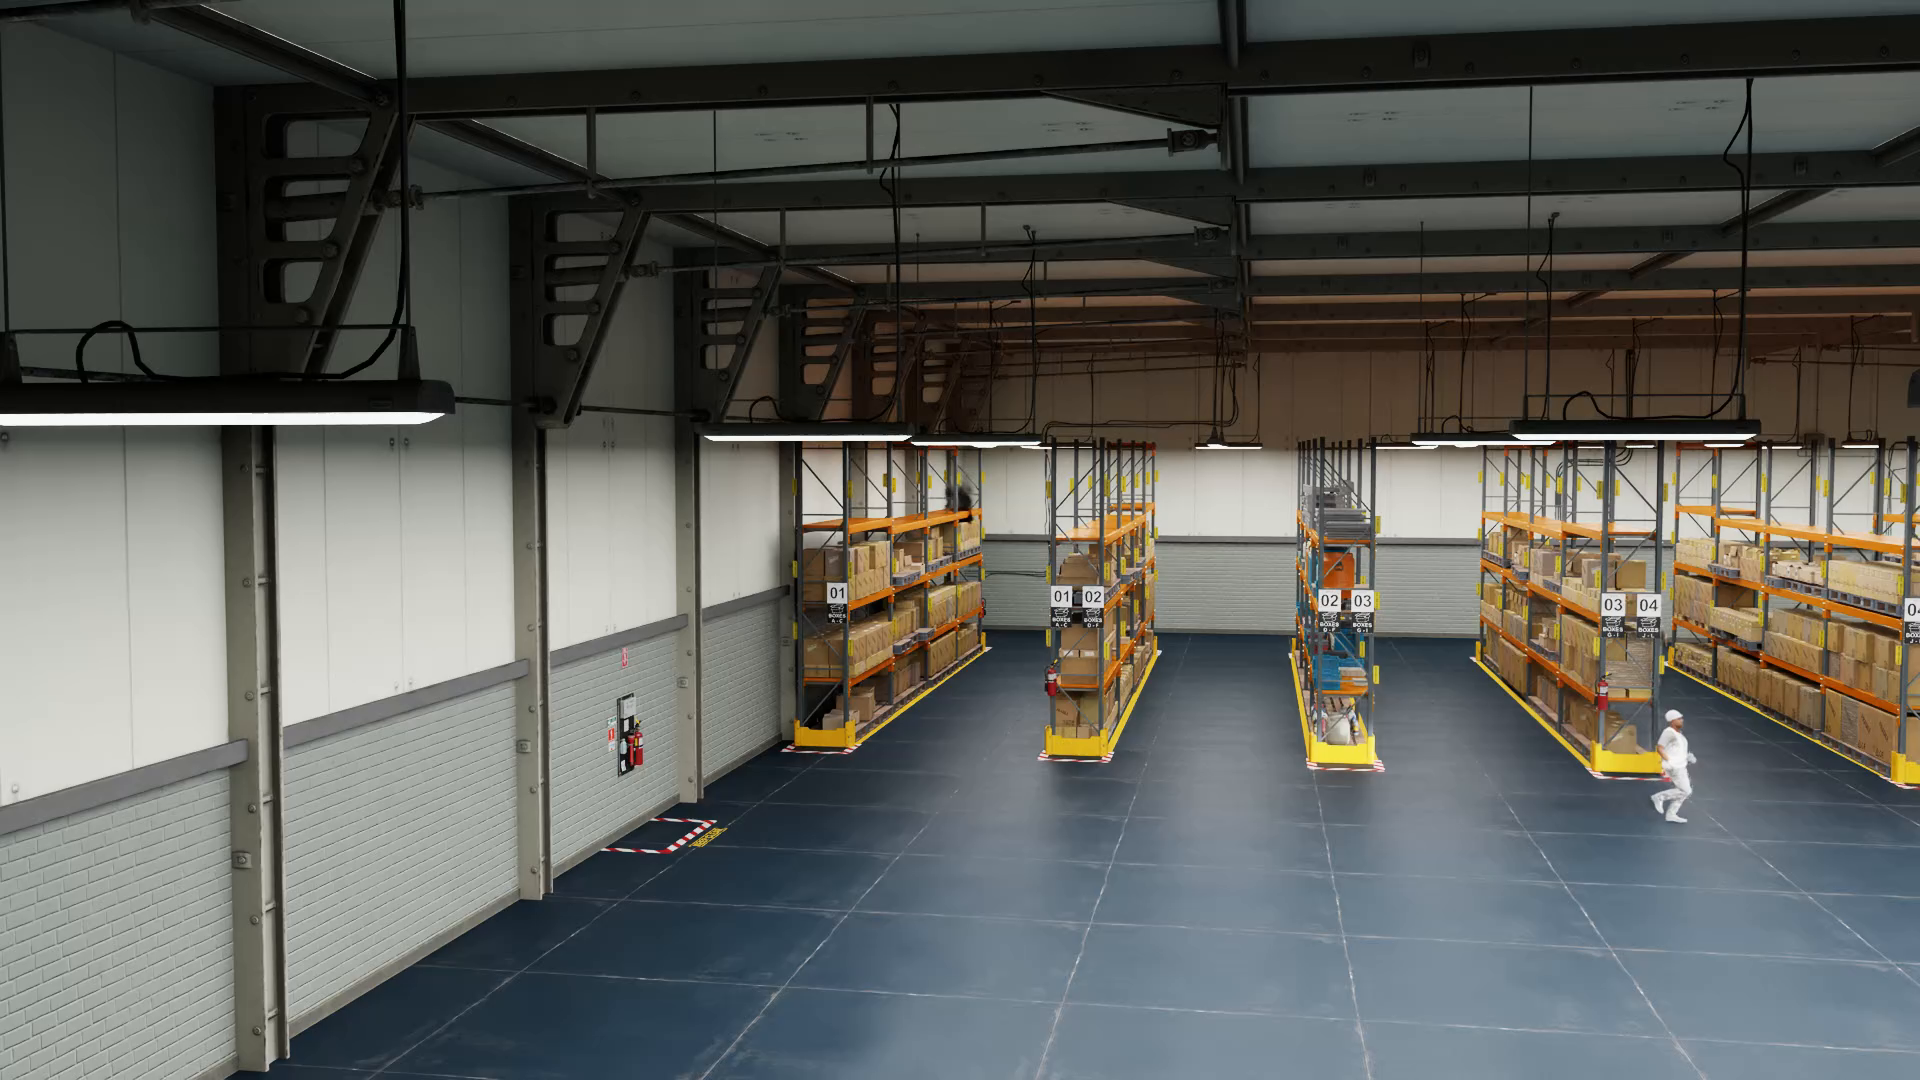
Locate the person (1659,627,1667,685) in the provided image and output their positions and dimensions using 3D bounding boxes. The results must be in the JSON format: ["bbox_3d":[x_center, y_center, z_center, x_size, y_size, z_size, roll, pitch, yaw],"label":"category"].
[{"bbox_3d":[17.277,2.737,41.312,0.550,1.619,0.874,1,3,13],"label":"person"}]

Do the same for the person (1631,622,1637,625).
[{"bbox_3d":[17.592,2.549,43.127,0.667,1.828,0.853,1,3,20],"label":"person"}]

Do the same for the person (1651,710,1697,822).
[{"bbox_3d":[11.041,3.494,25.715,0.599,1.733,0.686,2,4,35],"label":"person"}]

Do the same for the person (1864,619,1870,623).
[{"bbox_3d":[24.670,2.525,45.102,0.905,1.597,0.635,2,4,36],"label":"person"}]
